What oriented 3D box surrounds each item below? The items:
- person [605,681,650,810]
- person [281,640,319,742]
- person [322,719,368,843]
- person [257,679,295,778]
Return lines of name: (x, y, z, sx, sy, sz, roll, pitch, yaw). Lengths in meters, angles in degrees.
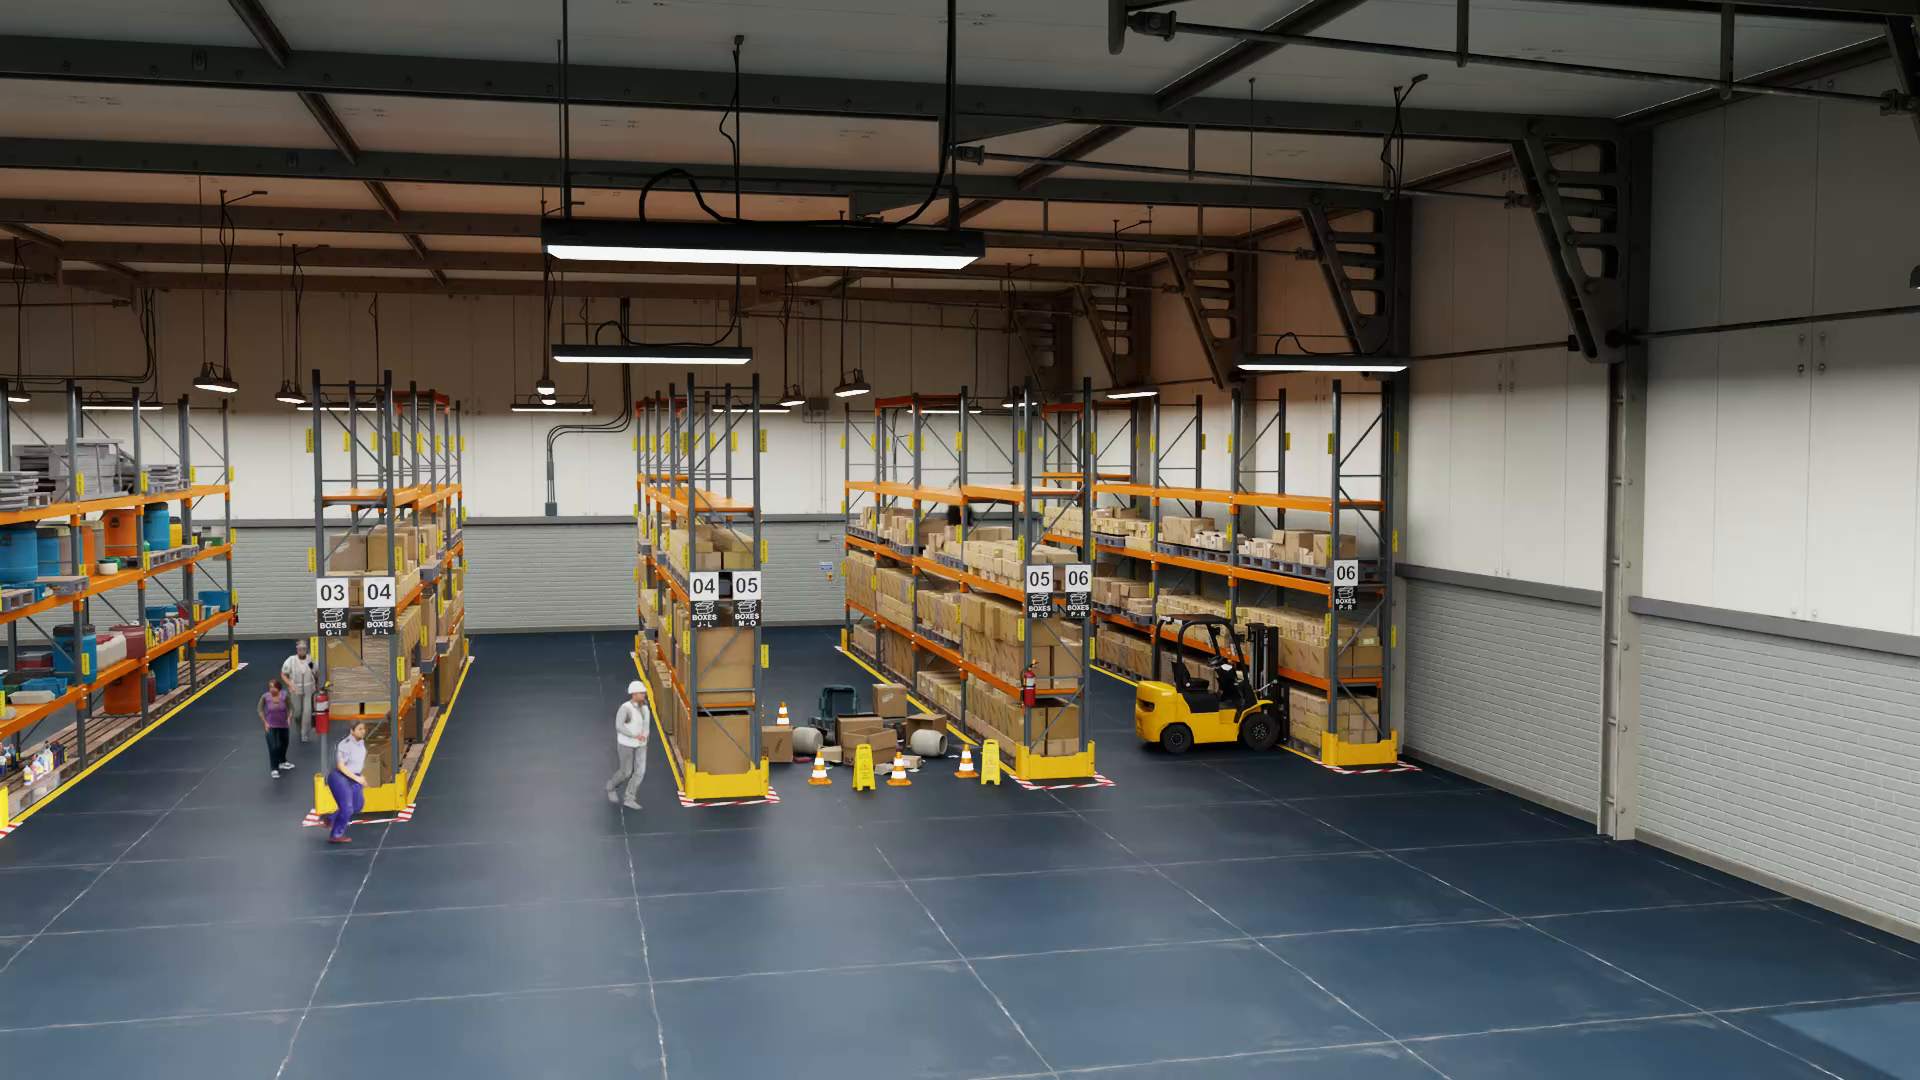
person: (-4.592, 2.812, 23.003, 0.751, 1.764, 0.649, 3, 4, 39)
person: (-11.122, 2.535, 28.124, 0.661, 1.713, 0.698, -1, 4, -21)
person: (-7.717, 3.016, 20.861, 0.711, 1.563, 0.587, 1, 3, 9)
person: (-10.280, 2.806, 25.052, 0.570, 1.517, 0.792, -2, 4, -35)
